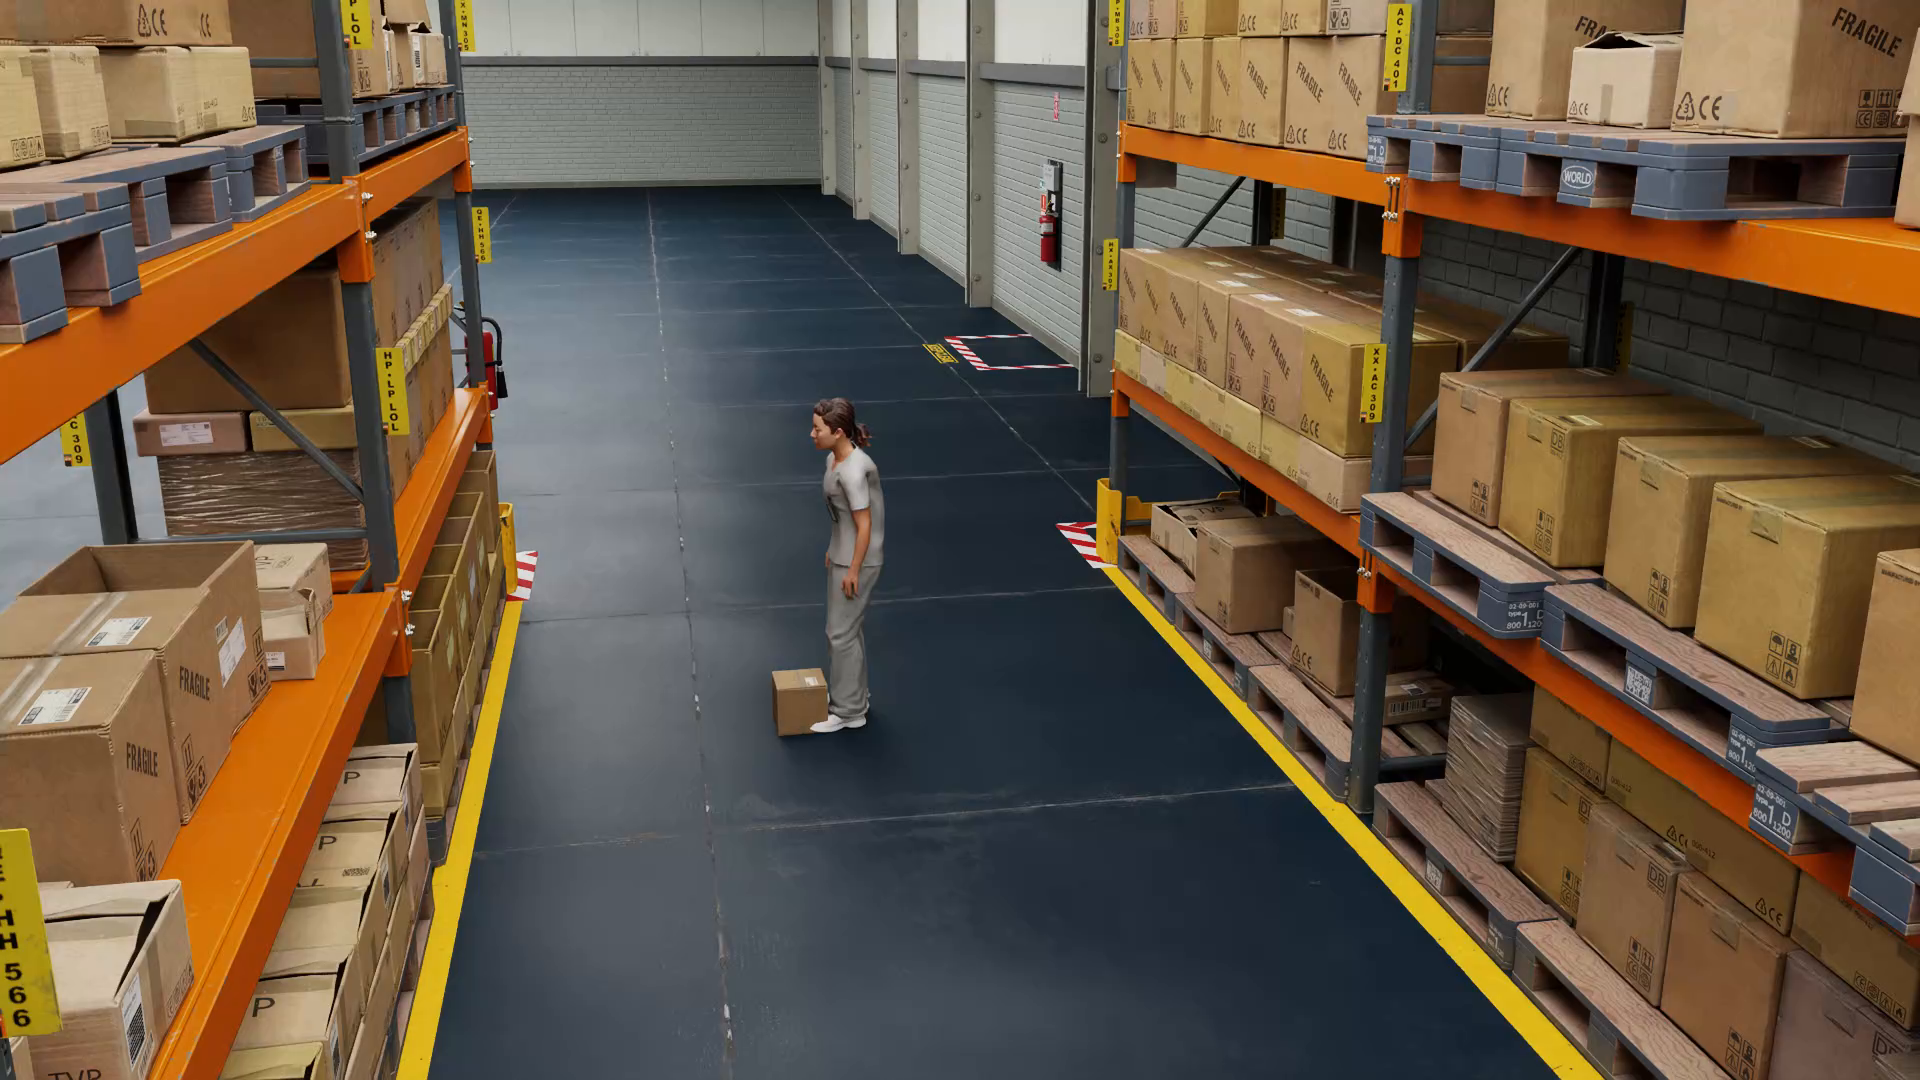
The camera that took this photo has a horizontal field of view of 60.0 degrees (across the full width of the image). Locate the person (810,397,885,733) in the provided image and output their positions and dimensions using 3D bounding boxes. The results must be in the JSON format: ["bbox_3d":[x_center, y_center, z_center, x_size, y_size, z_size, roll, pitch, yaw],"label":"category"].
[{"bbox_3d":[-0.583,0.114,8.156,0.416,1.671,0.514,-4,17,-14],"label":"person"}]
